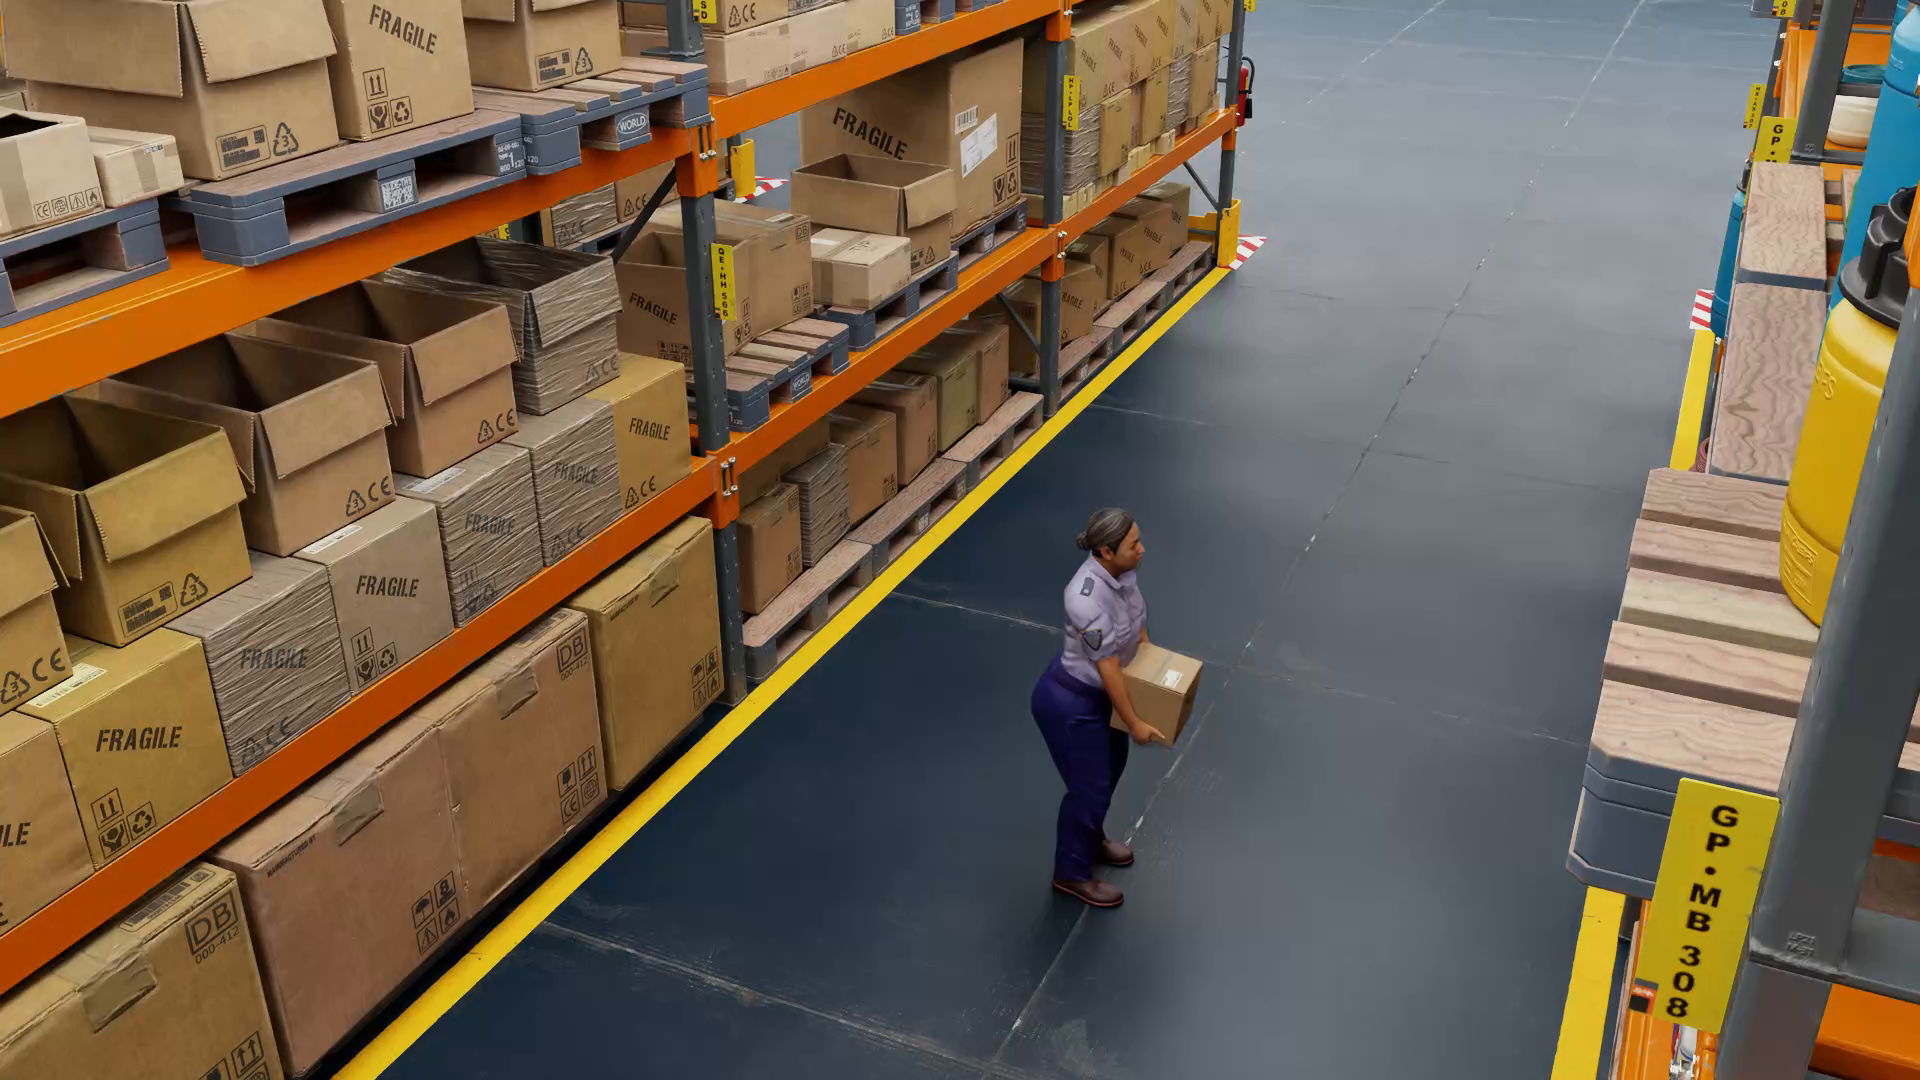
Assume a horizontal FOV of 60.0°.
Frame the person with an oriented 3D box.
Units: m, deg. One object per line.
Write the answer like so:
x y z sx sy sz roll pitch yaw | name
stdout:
0.567 0.628 6.378 0.543 1.641 0.433 11 28 21 | person
